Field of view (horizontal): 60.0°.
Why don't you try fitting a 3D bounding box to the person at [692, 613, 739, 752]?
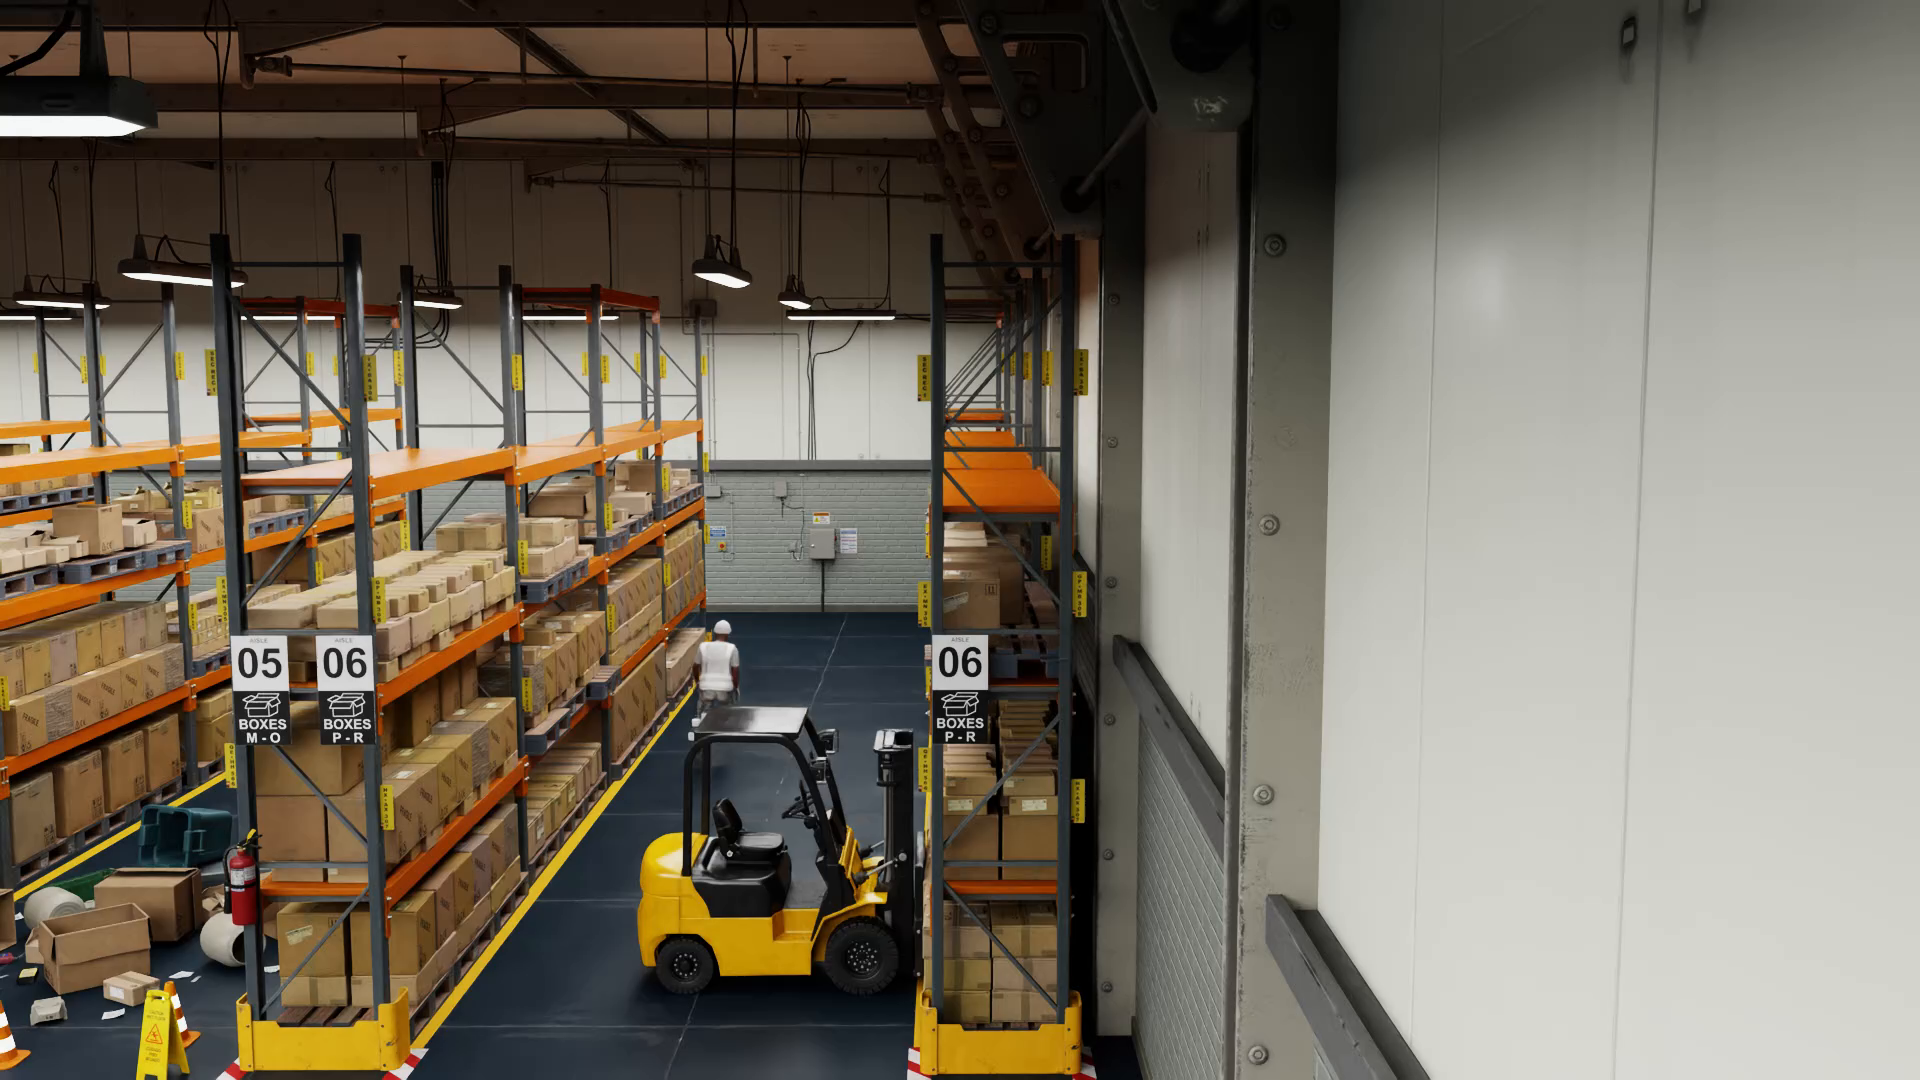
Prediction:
[{"bbox_3d":[-3.094,1.804,20.959,0.621,1.743,0.624,1,6,10],"label":"person"}]
